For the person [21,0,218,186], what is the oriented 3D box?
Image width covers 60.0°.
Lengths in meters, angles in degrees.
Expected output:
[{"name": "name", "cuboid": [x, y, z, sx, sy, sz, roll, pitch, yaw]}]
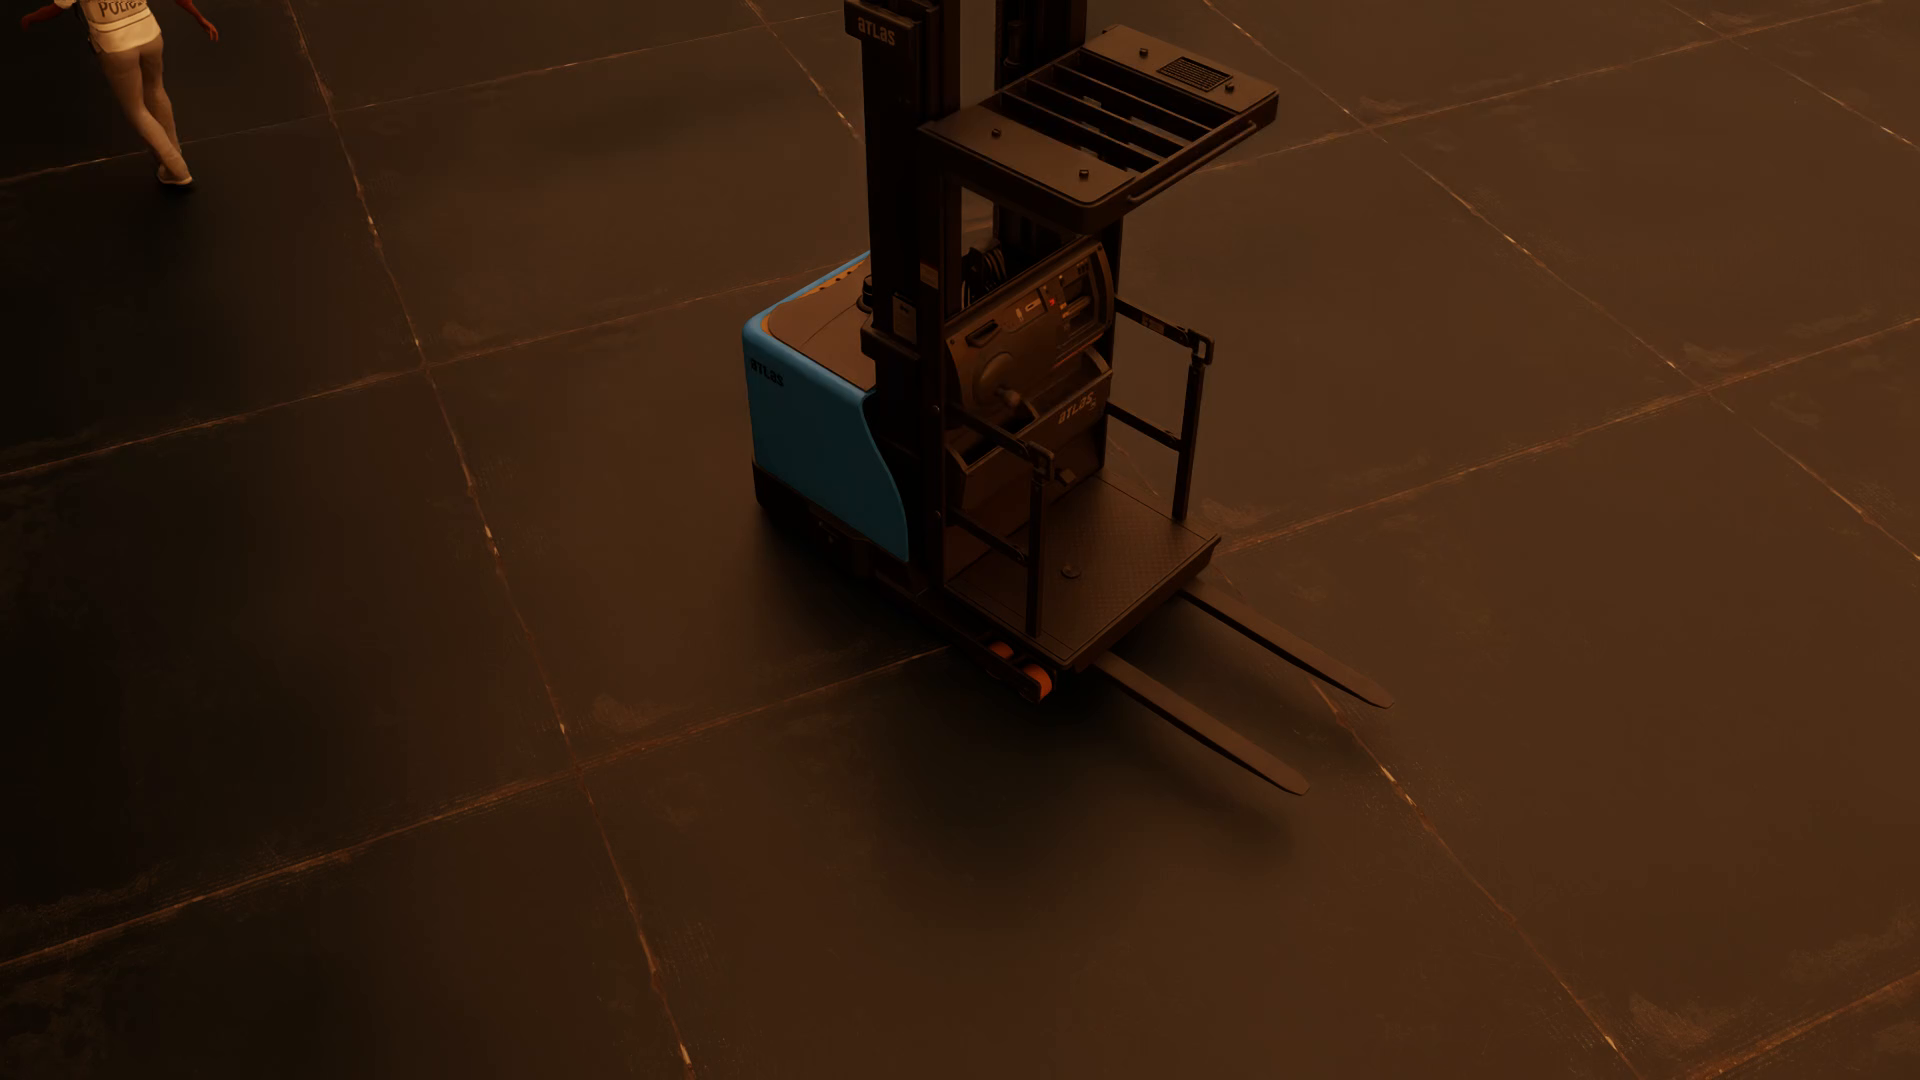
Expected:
[{"name": "person", "cuboid": [-4.884, -2.930, 9.780, 0.732, 1.641, 0.880, 30, 51, 28]}]

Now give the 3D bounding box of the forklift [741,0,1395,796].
[{"name": "forklift", "cuboid": [0.445, -0.788, 6.525, 3.031, 2.935, 1.130, 32, 52, 30]}]
